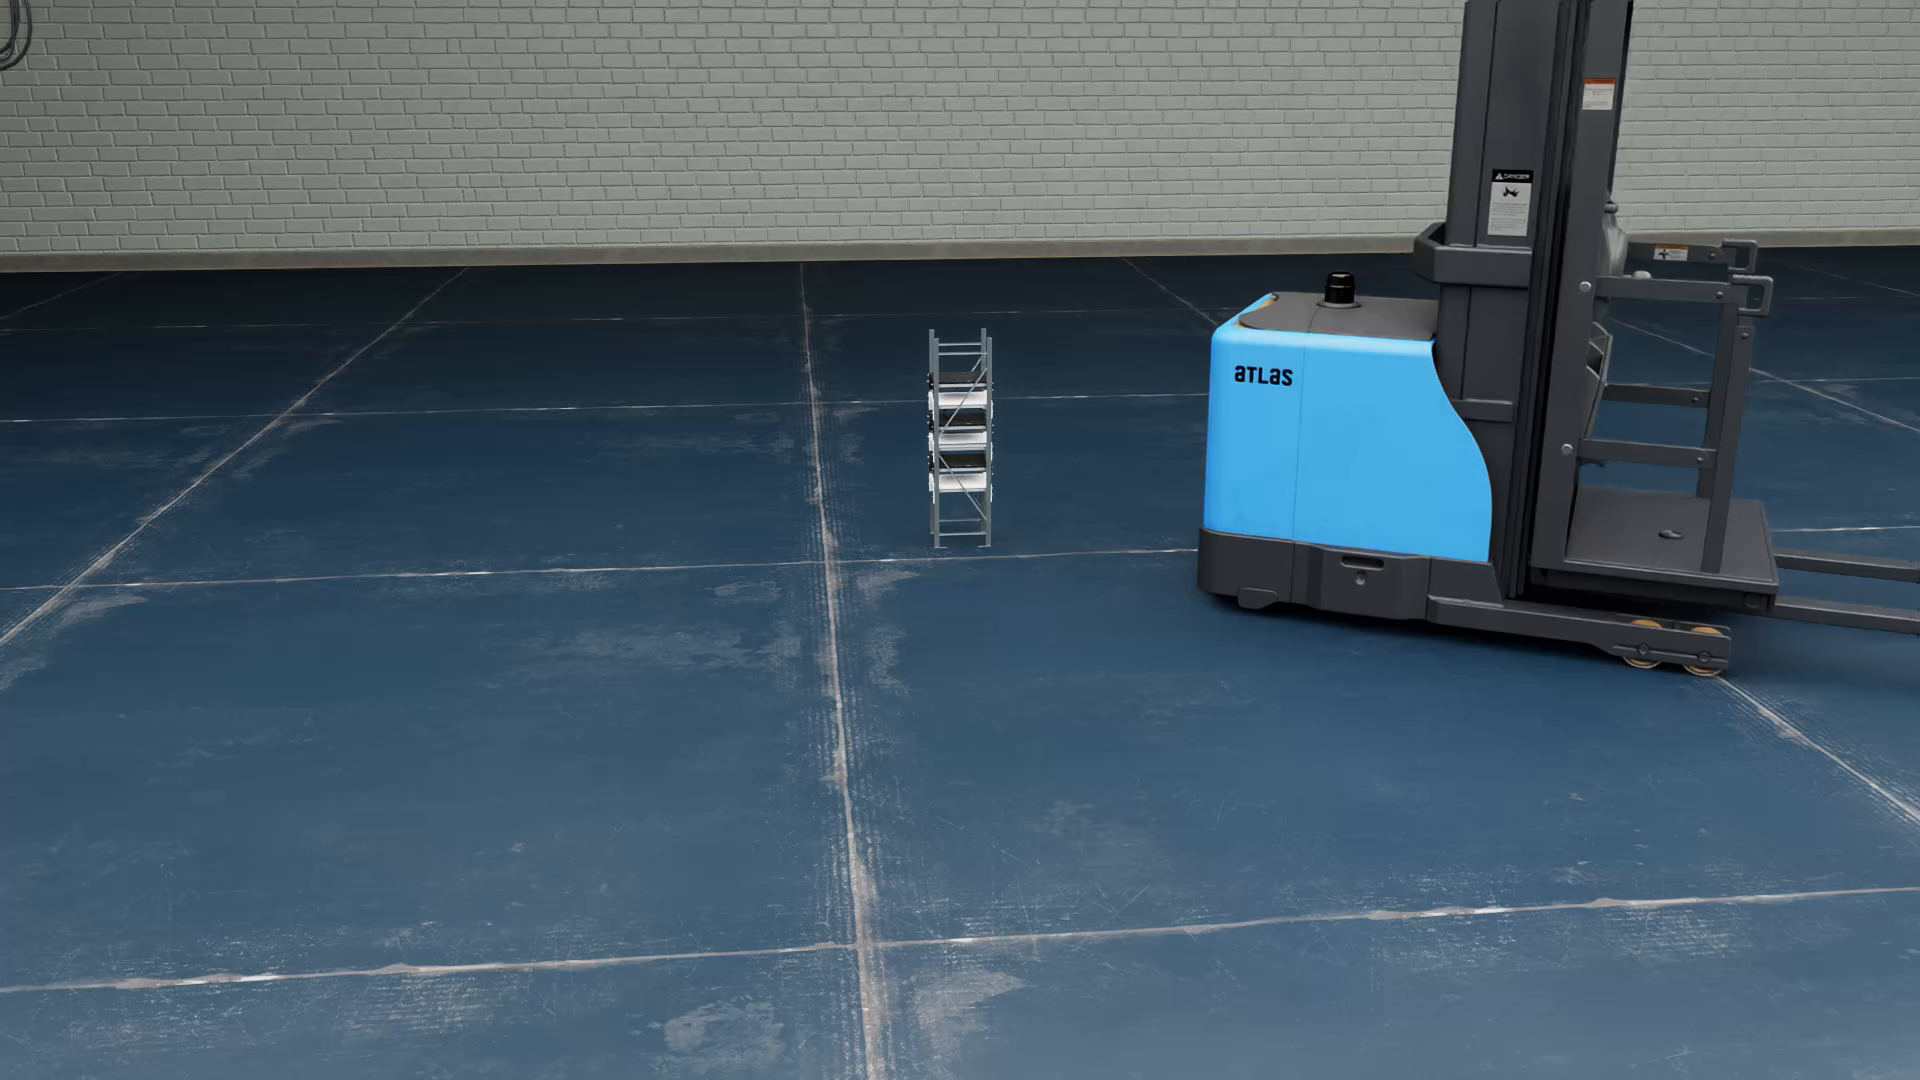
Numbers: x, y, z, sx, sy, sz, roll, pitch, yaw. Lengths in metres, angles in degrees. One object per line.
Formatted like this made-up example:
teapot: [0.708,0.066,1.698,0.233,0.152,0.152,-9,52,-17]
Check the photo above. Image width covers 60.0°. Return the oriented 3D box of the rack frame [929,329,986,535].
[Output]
rack frame: [-0.010,-0.457,7.131,0.240,0.900,0.006,-2,18,-6]

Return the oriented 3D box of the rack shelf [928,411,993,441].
rack shelf: [0.001,-0.481,7.018,0.258,0.077,0.200,-2,18,-6]

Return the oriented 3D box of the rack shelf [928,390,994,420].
rack shelf: [0.001,-0.567,6.991,0.258,0.077,0.200,-2,18,-6]

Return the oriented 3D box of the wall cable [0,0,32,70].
wall cable: [-9.425,-5.139,13.706,3.097,2.526,0.112,-2,18,-6]

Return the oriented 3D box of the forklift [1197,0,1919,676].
forklift: [2.478,-1.112,5.826,3.031,2.935,1.130,7,19,21]

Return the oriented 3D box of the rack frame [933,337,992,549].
rack frame: [0.011,-0.397,6.938,0.240,0.900,0.006,-2,18,-6]

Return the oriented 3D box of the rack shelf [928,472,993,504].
rack shelf: [0.001,-0.223,7.098,0.258,0.077,0.200,-2,18,-6]

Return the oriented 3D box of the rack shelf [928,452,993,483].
rack shelf: [0.001,-0.309,7.072,0.258,0.077,0.200,-2,18,-6]

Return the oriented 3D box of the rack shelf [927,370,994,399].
rack shelf: [0.001,-0.653,6.964,0.258,0.077,0.200,-2,18,-6]

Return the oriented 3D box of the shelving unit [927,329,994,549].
shelving unit: [0.001,-0.427,7.035,0.258,0.900,0.210,-2,18,-6]

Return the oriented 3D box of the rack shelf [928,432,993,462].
rack shelf: [0.001,-0.395,7.045,0.258,0.077,0.200,-2,18,-6]
